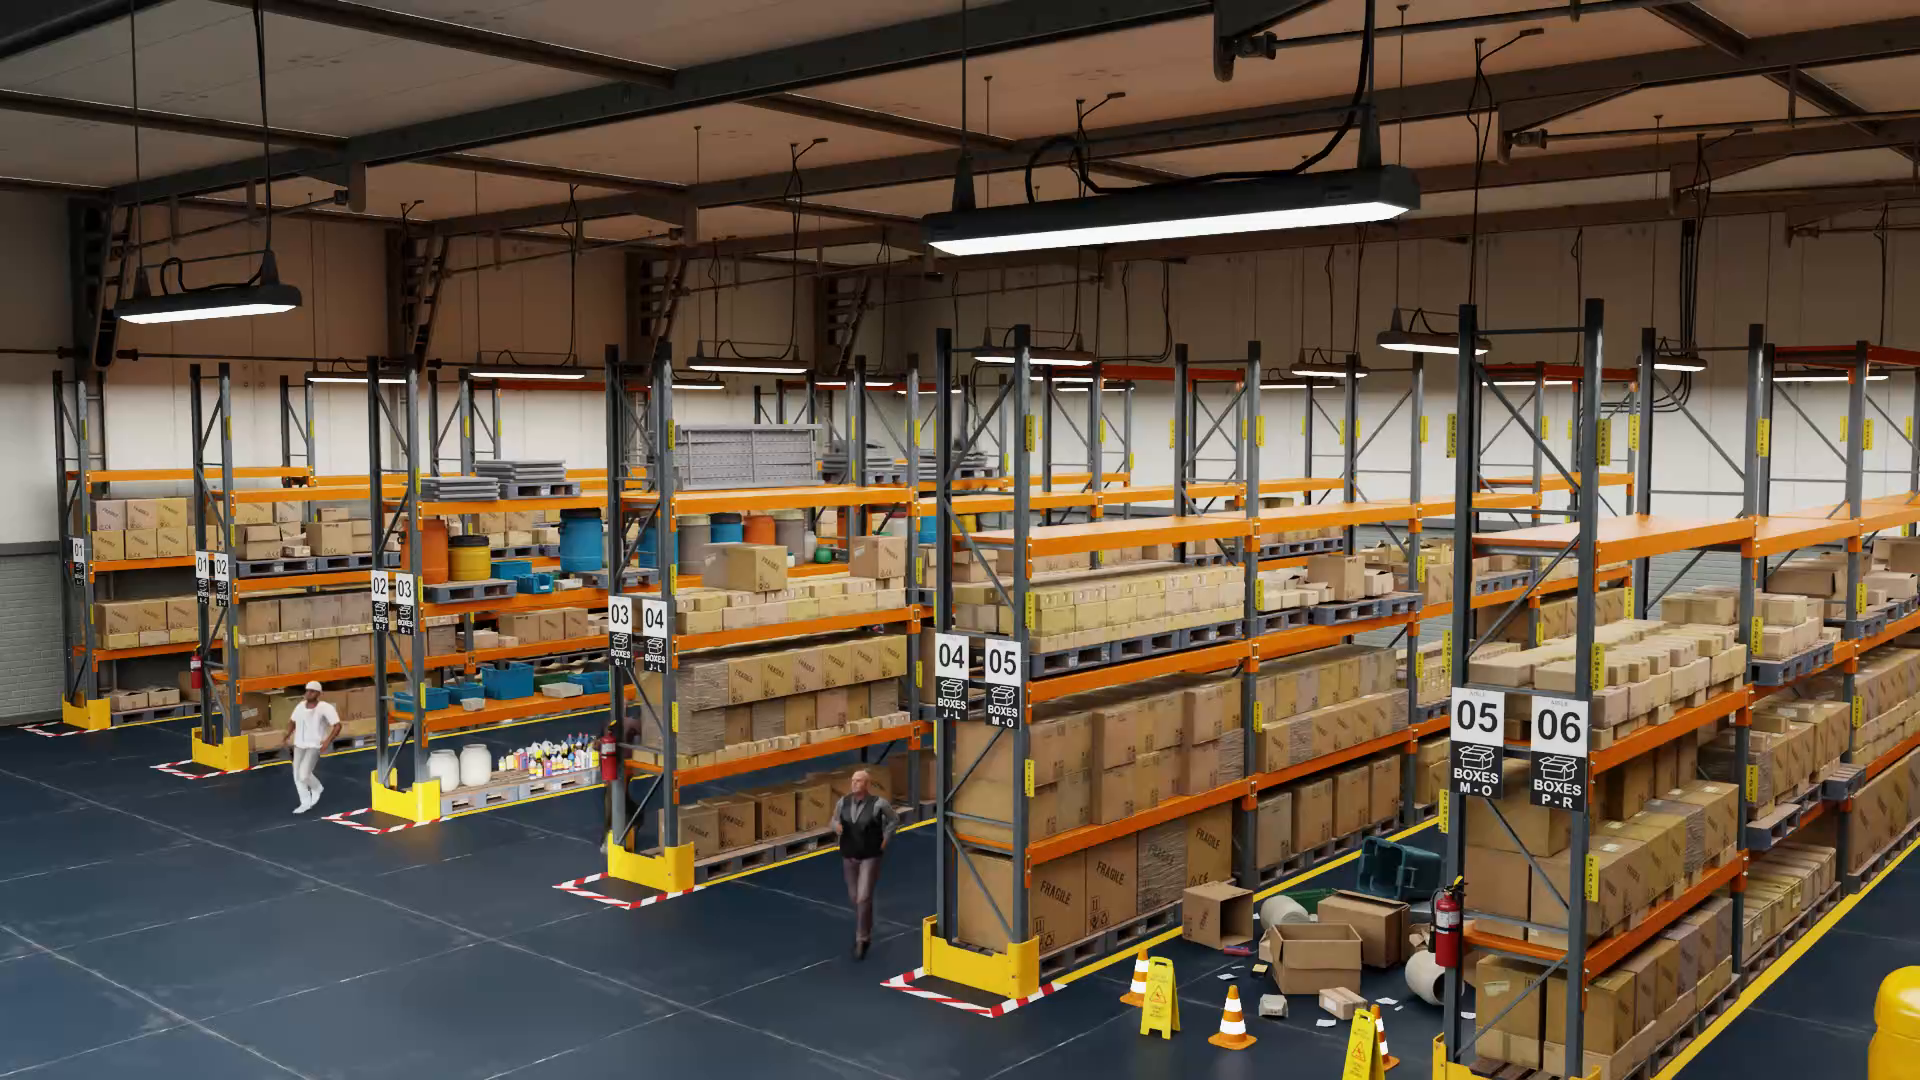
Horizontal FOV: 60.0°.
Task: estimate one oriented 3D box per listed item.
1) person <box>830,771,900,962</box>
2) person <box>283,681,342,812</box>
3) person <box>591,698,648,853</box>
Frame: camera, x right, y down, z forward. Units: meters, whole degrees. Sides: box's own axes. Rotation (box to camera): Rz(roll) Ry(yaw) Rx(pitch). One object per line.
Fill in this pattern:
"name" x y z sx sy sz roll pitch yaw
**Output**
"person" -0.964 3.133 16.224 0.652 1.791 0.773 2 5 25
"person" -8.589 2.727 21.916 0.732 1.732 0.508 1 4 17
"person" -4.113 2.817 20.188 0.677 1.846 0.864 4 5 41
